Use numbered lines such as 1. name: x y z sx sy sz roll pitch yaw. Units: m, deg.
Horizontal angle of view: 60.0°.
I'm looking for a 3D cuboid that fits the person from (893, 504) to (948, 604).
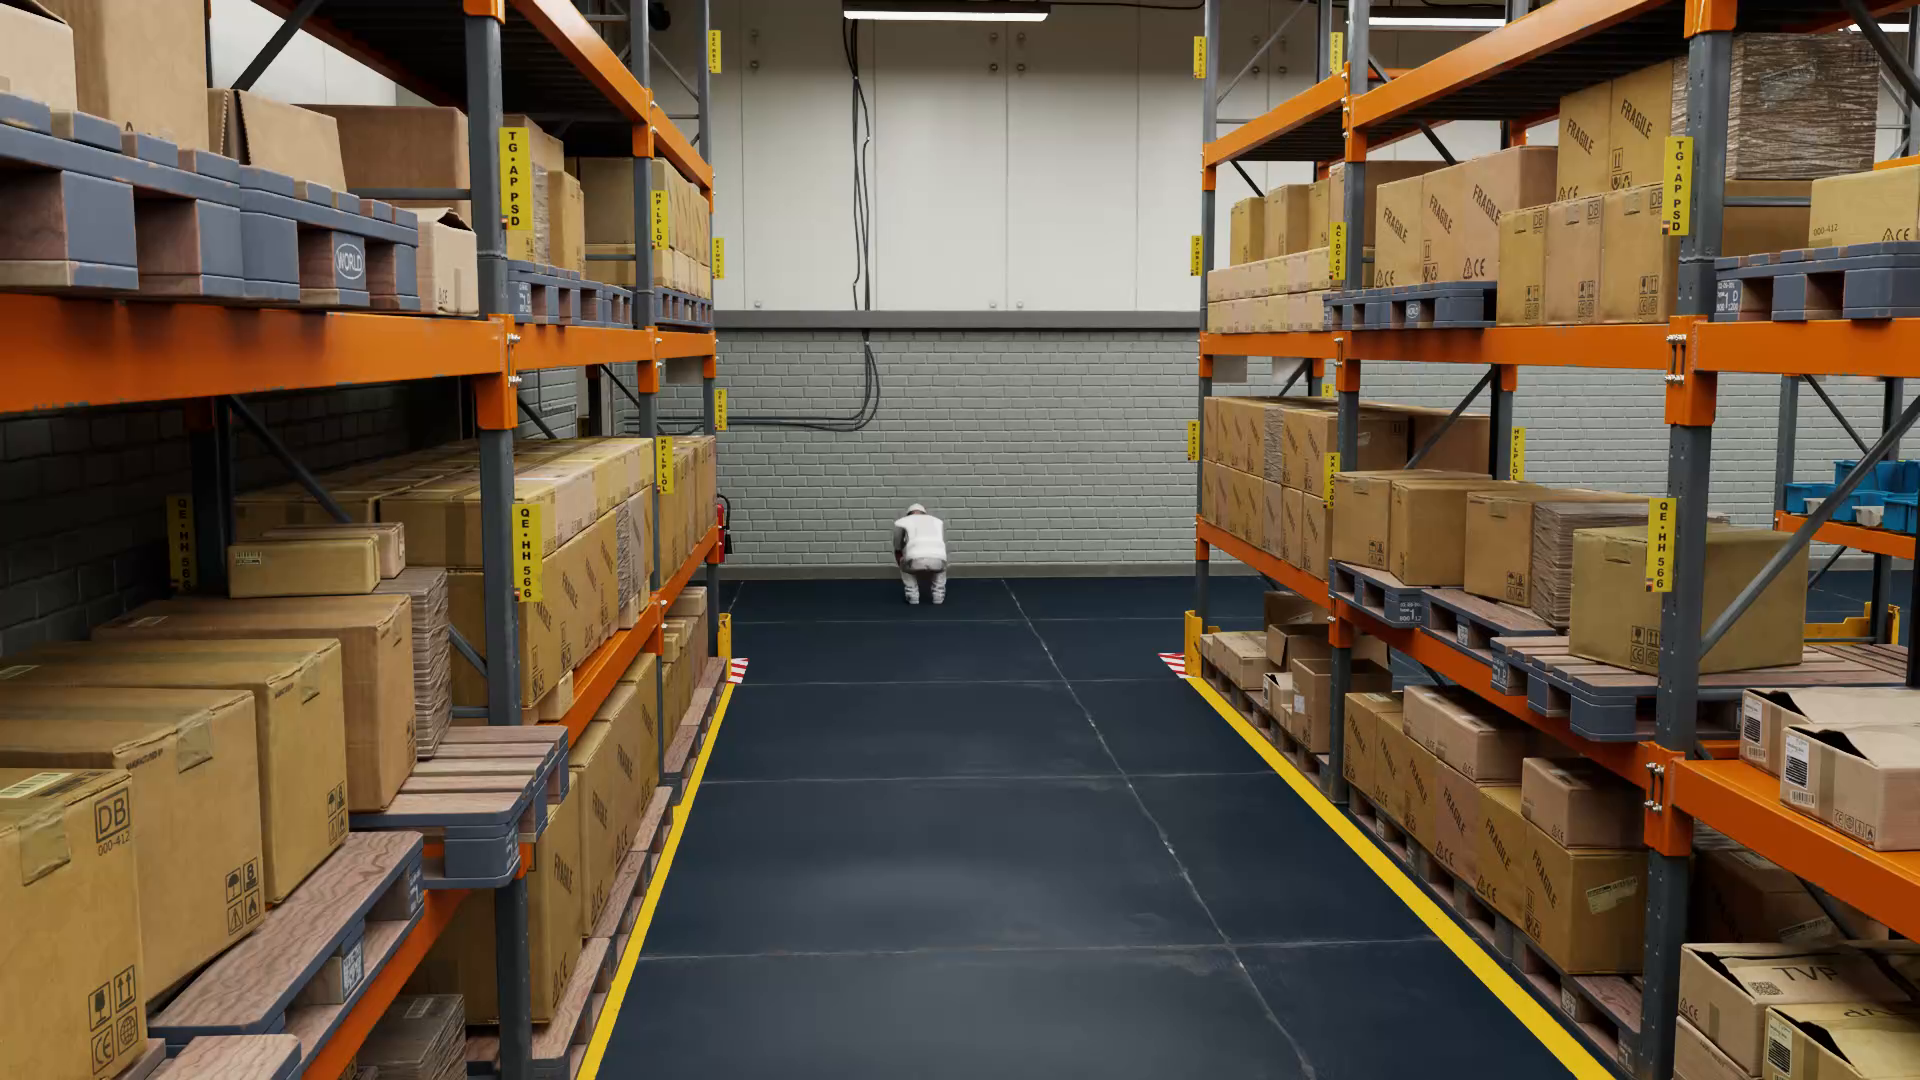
1. person: -0.416 0.148 17.702 0.578 1.014 0.912 0 7 -4
